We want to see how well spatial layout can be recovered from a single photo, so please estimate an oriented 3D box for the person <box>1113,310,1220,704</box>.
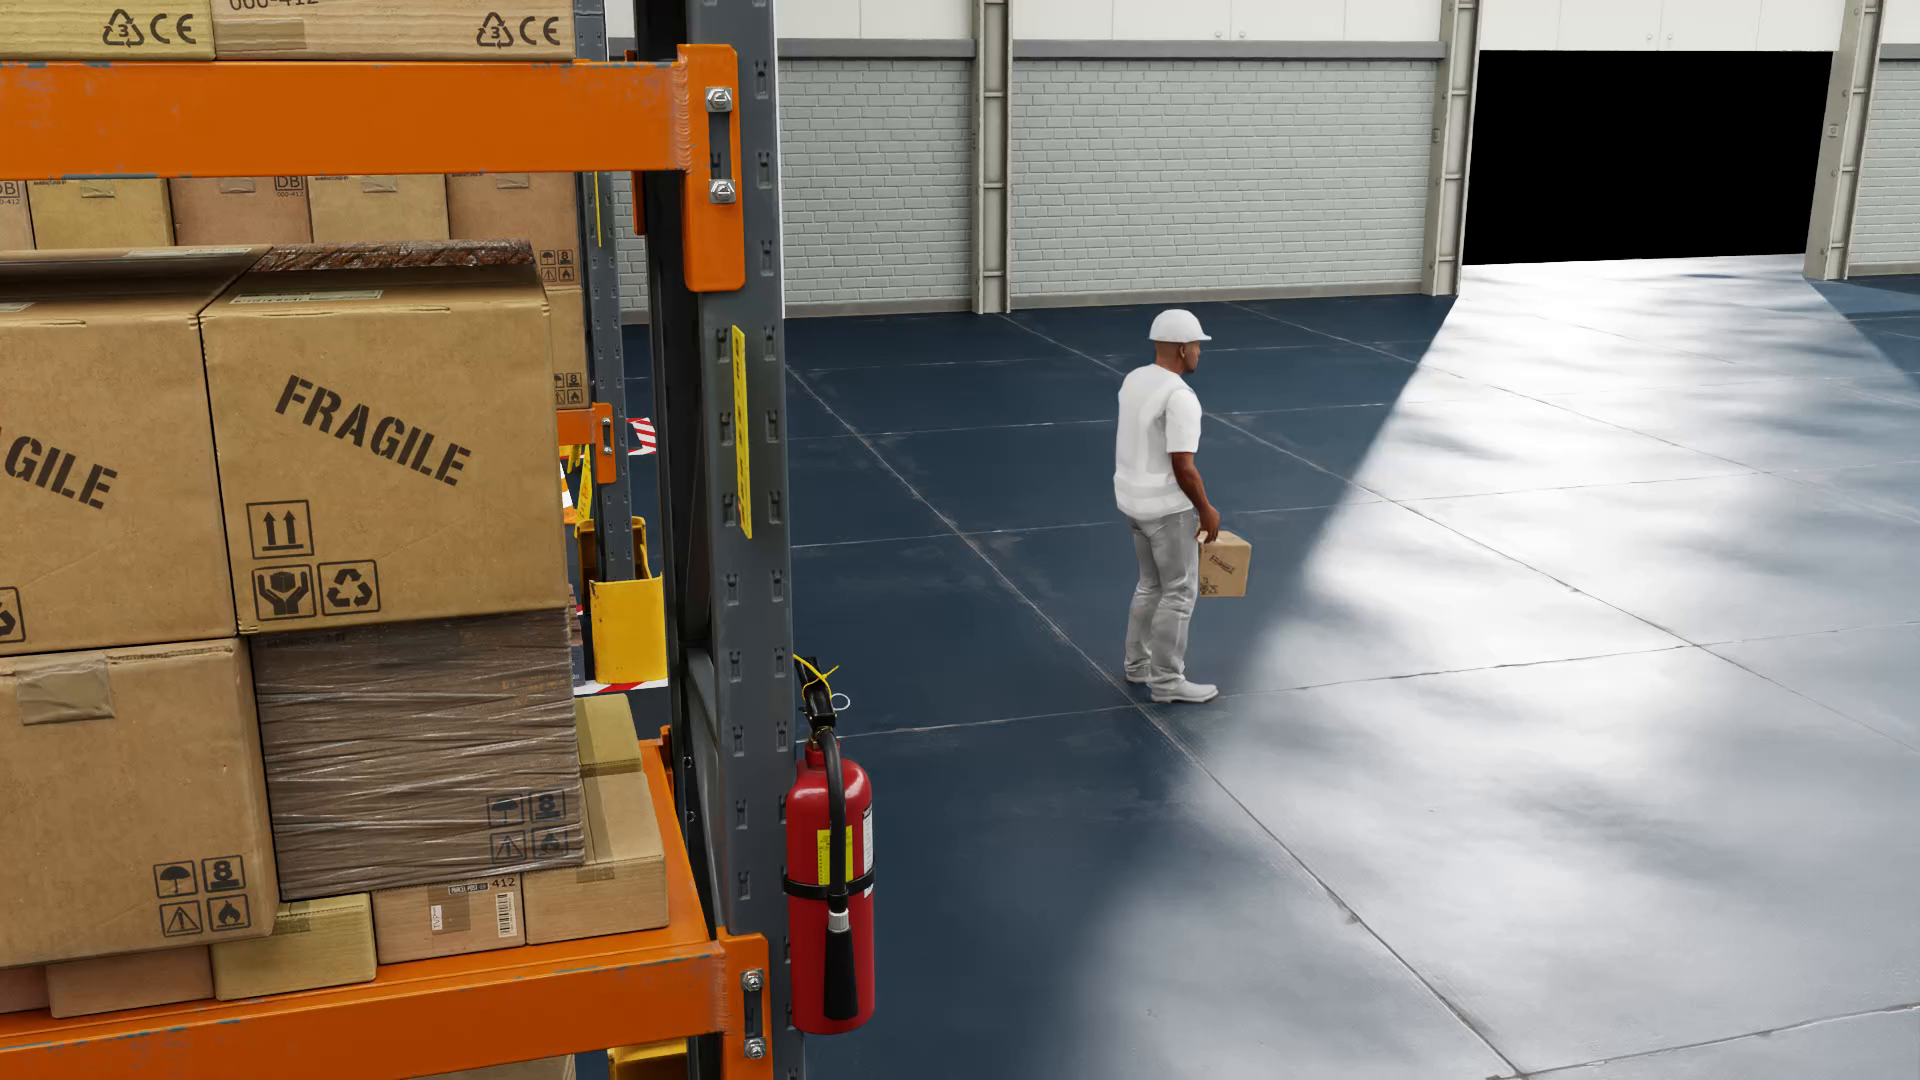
[{"bbox_3d":[0.923,-0.159,7.553,0.419,1.762,0.586,-5,17,-17],"label":"person"}]
